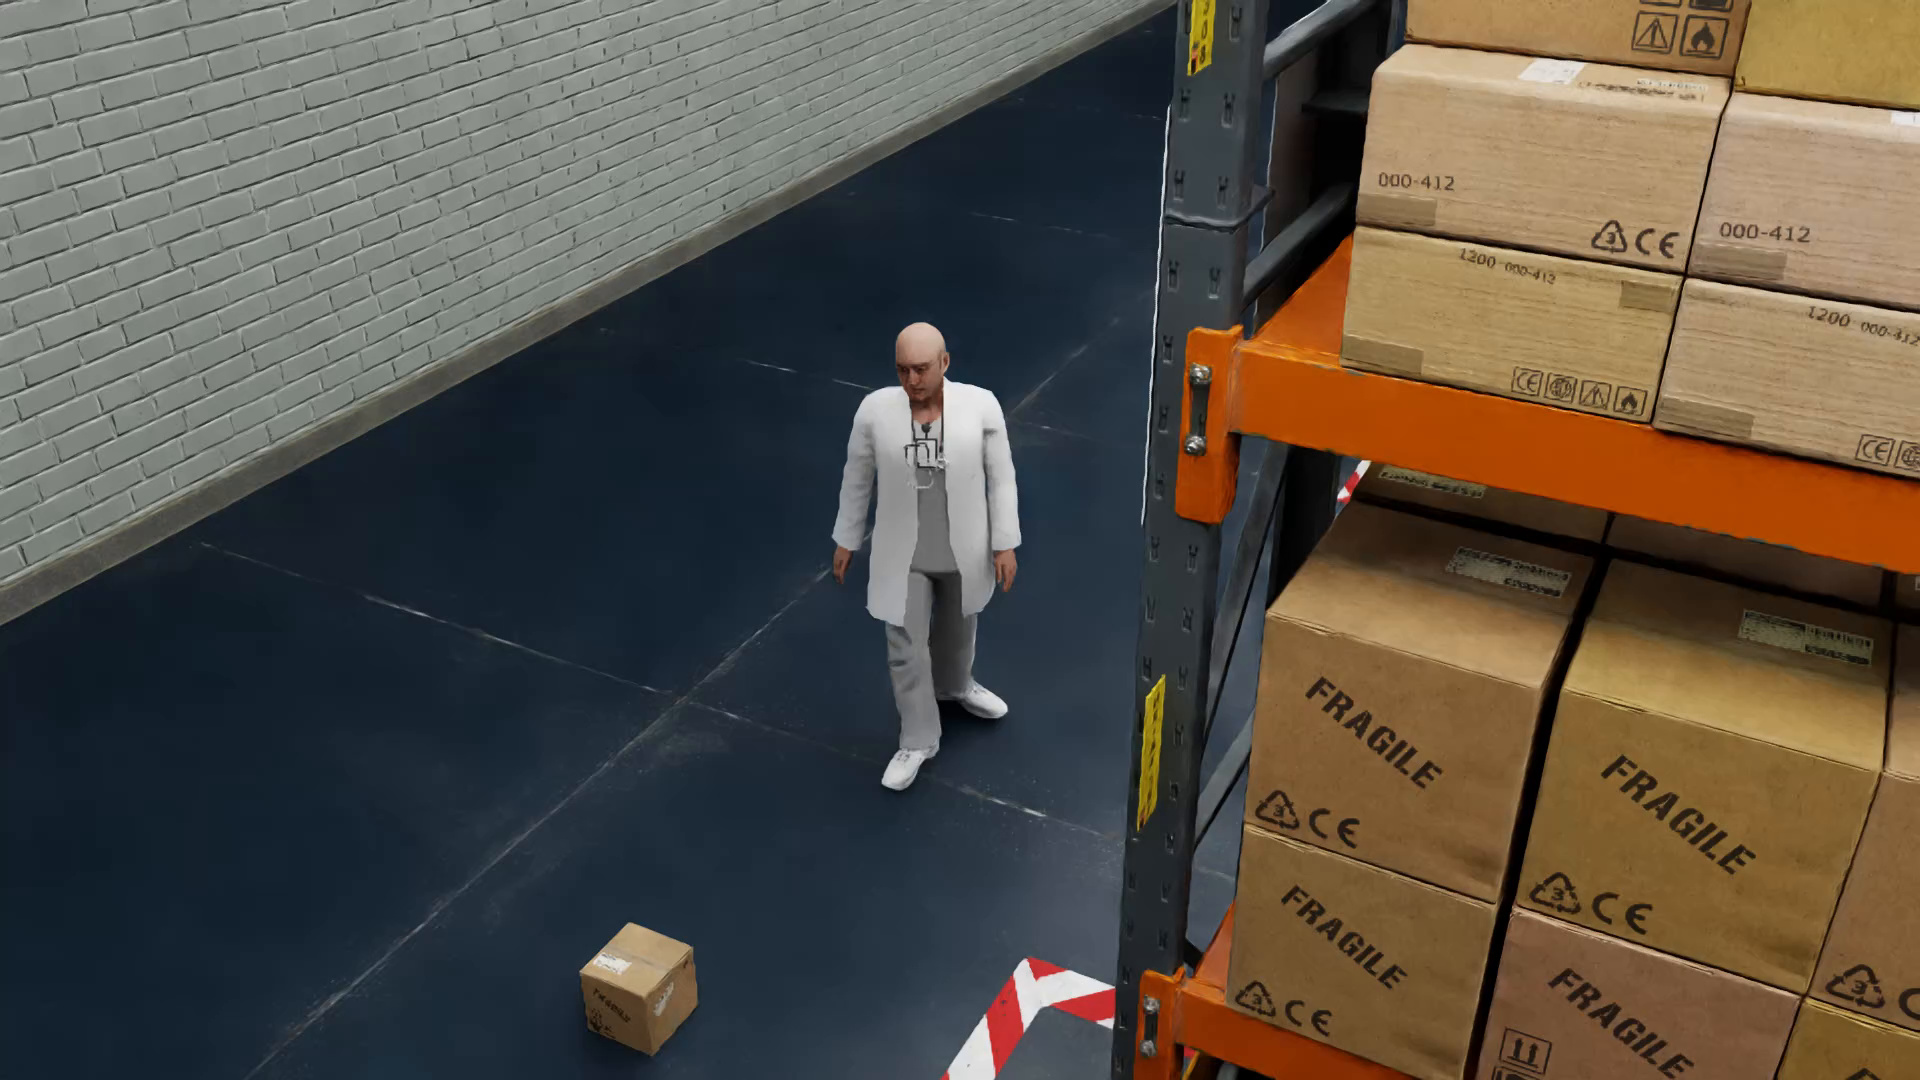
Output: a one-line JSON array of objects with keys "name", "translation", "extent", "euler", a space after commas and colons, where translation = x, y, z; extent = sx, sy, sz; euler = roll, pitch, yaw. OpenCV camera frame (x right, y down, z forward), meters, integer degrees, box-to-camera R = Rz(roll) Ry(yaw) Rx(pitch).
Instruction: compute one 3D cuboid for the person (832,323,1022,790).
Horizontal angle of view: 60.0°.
[{"name": "person", "translation": [-0.122, 0.021, 6.108], "extent": [0.691, 1.771, 0.667], "euler": [-2, 30, -3]}]
